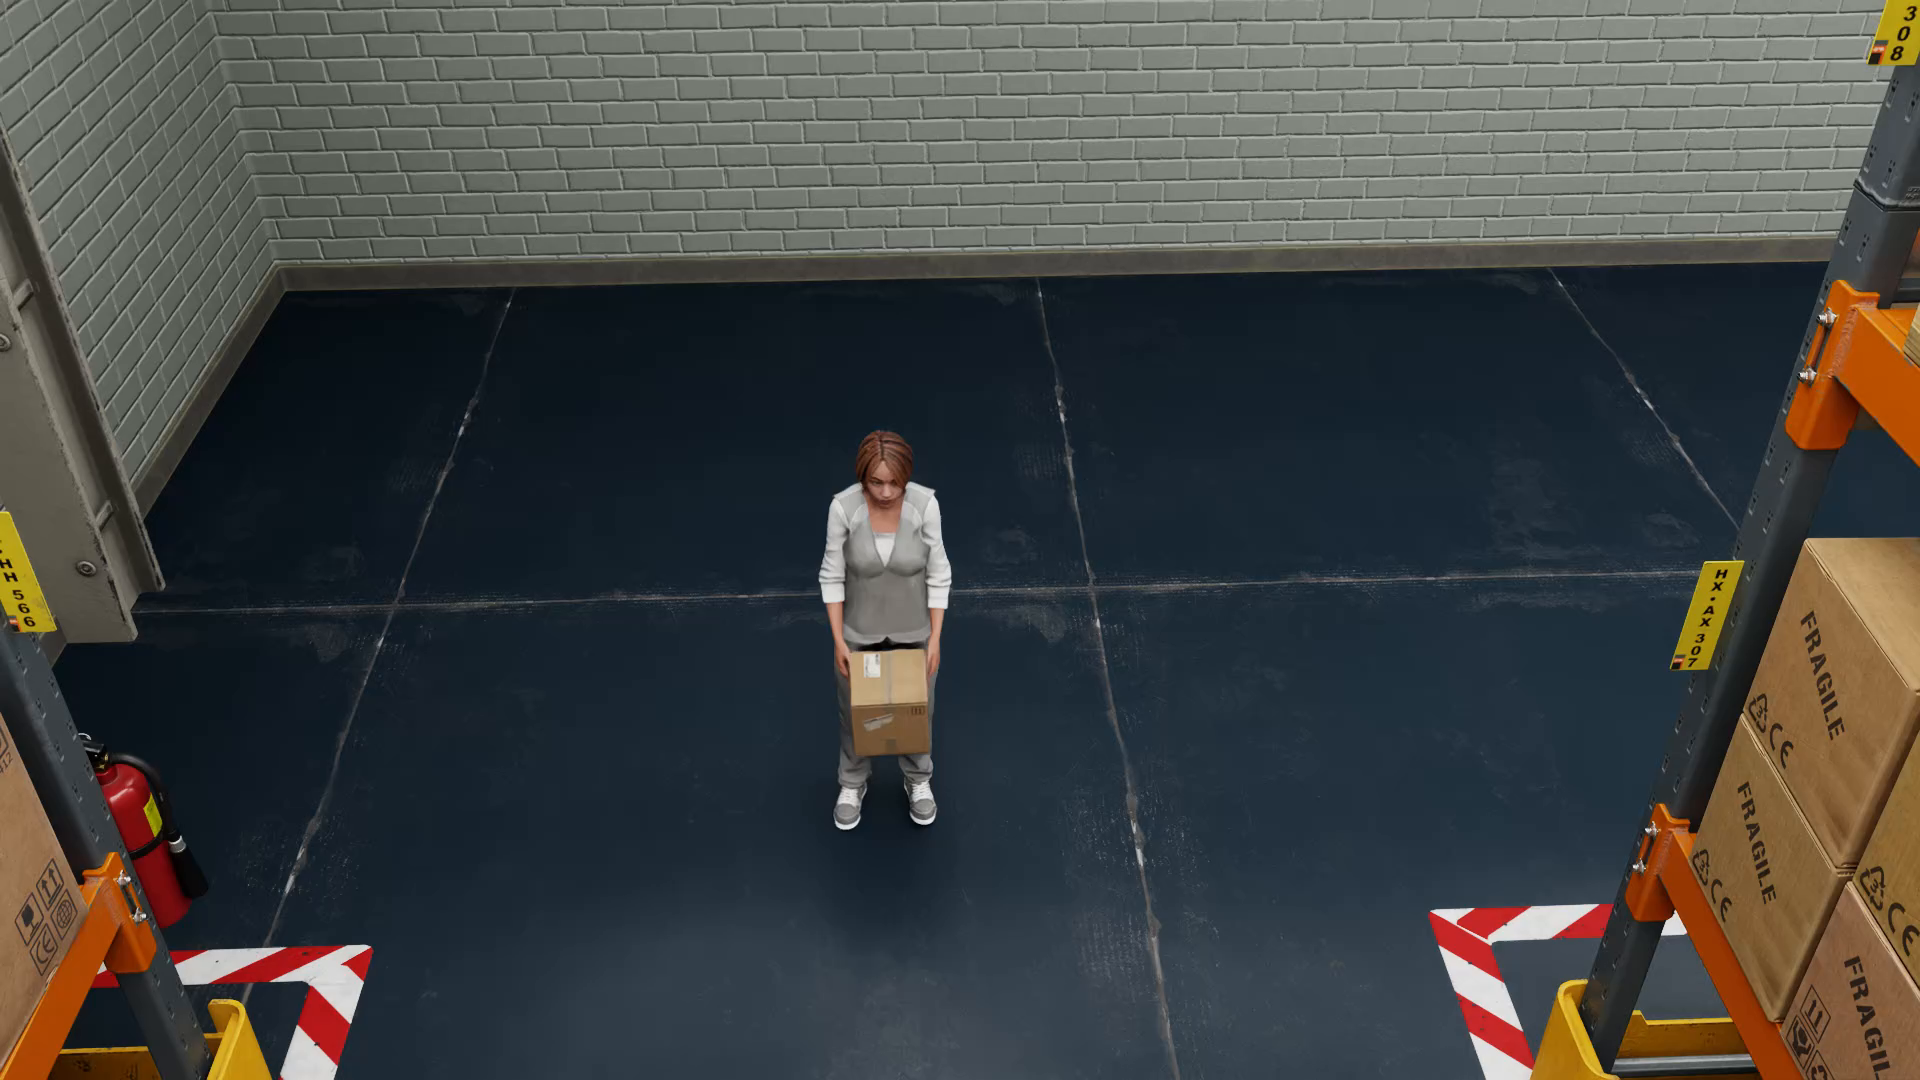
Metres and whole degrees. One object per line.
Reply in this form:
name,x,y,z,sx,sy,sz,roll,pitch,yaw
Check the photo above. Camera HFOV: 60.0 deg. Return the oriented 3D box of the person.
person,-0.249,0.325,5.697,0.445,1.602,0.371,-2,36,-3
